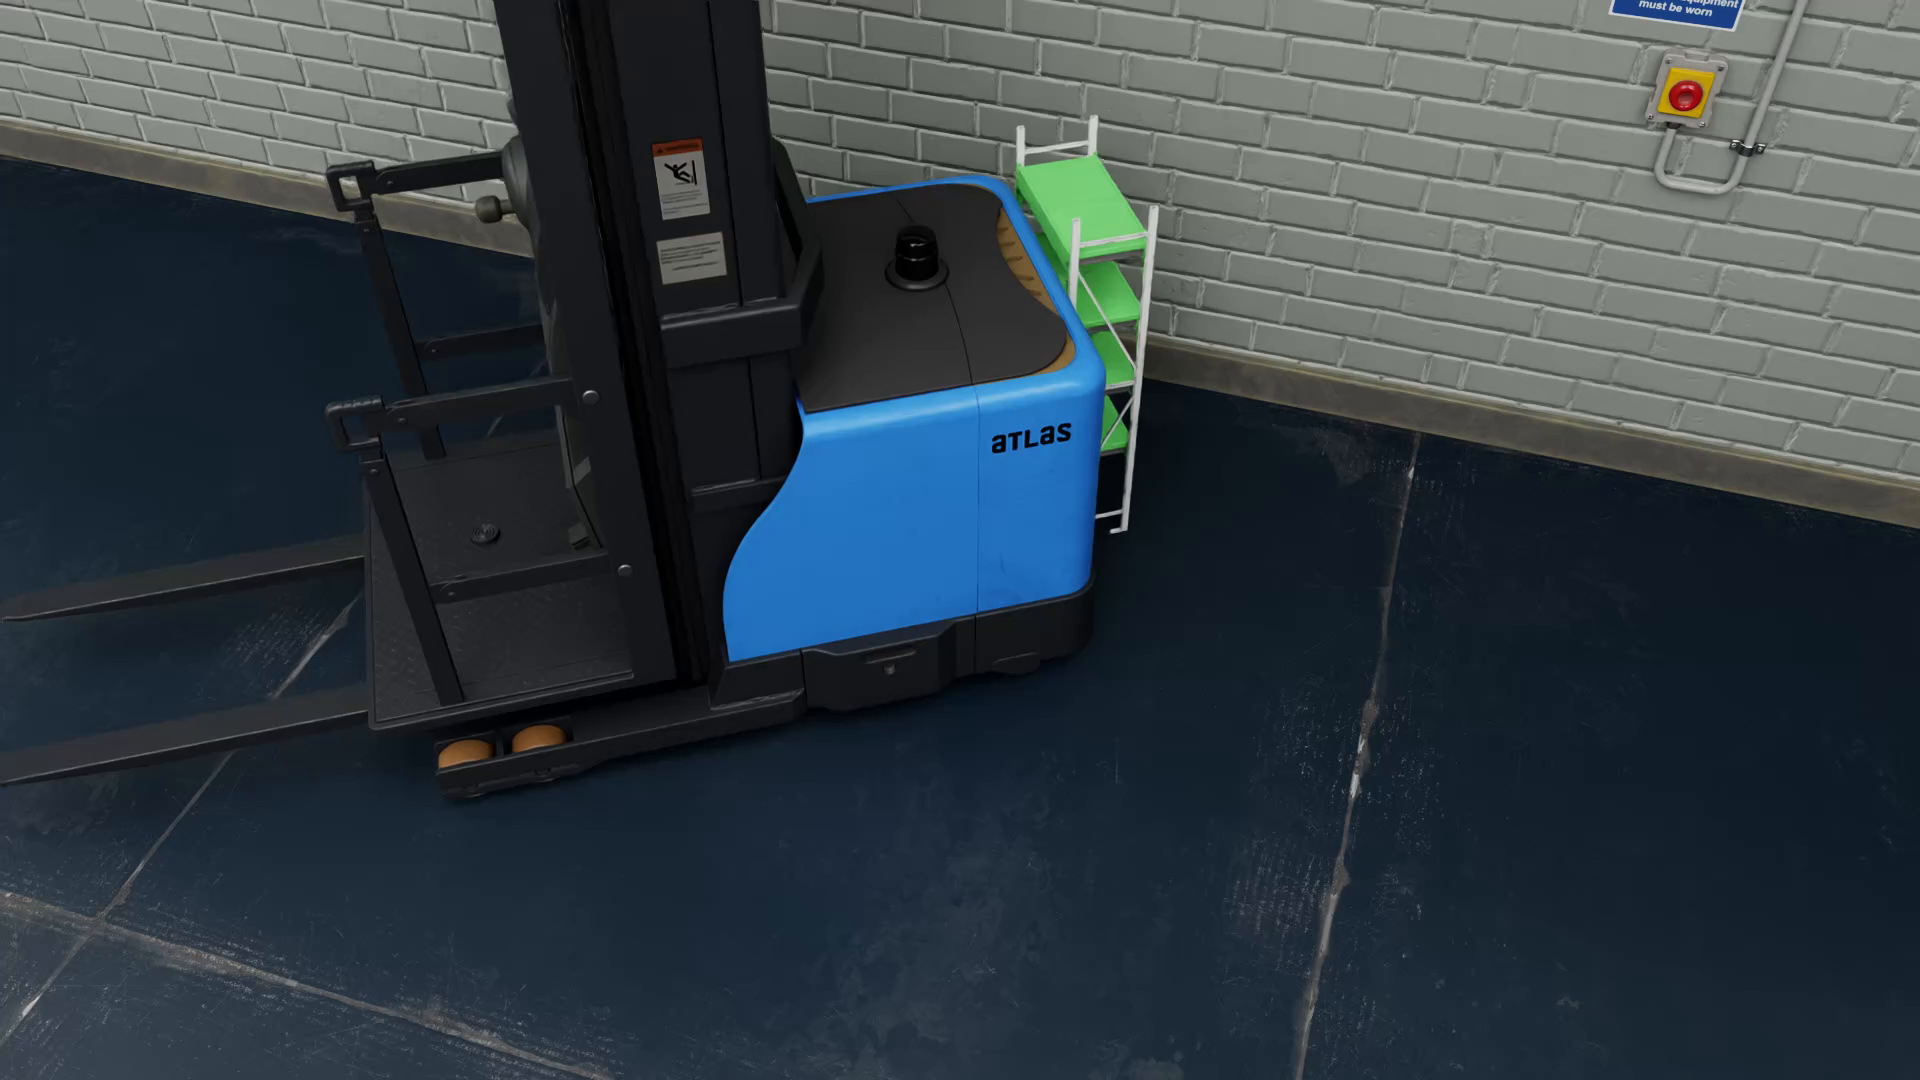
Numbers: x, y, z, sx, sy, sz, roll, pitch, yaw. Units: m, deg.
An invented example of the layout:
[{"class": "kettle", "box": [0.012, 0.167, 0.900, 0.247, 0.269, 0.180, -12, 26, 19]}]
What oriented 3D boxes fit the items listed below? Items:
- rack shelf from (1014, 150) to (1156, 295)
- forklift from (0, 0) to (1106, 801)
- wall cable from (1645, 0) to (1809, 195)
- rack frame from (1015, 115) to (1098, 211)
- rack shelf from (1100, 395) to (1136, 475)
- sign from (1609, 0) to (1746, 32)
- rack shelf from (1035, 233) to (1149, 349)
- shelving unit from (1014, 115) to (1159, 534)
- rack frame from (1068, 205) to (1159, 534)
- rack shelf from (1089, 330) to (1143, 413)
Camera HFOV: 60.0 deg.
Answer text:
[{"class": "rack shelf", "box": [0.347, -0.901, 4.718, 0.258, 0.148, 0.480, -11, 46, -11]}, {"class": "forklift", "box": [-1.191, -0.758, 3.929, 3.031, 2.935, 1.130, -11, 45, -11]}, {"class": "wall cable", "box": [1.949, -1.702, 4.096, 0.585, 1.953, 0.123, 13, 46, 13]}, {"class": "rack frame", "box": [0.279, -0.768, 5.177, 0.240, 1.200, 0.015, -11, 46, -11]}, {"class": "rack shelf", "box": [0.347, -0.387, 5.222, 0.258, 0.148, 0.480, -11, 46, -11]}, {"class": "sign", "box": [1.922, -1.475, 4.420, 0.327, 0.218, 0.001, 13, 46, 13]}, {"class": "rack shelf", "box": [0.347, -0.730, 4.886, 0.258, 0.148, 0.480, -11, 46, -11]}, {"class": "shelving unit", "box": [0.347, -0.604, 5.009, 0.258, 1.200, 0.503, -11, 46, -11]}, {"class": "rack frame", "box": [0.414, -0.440, 4.842, 0.240, 1.200, 0.015, -11, 46, -11]}, {"class": "rack shelf", "box": [0.347, -0.558, 5.054, 0.258, 0.148, 0.480, -11, 46, -11]}]
